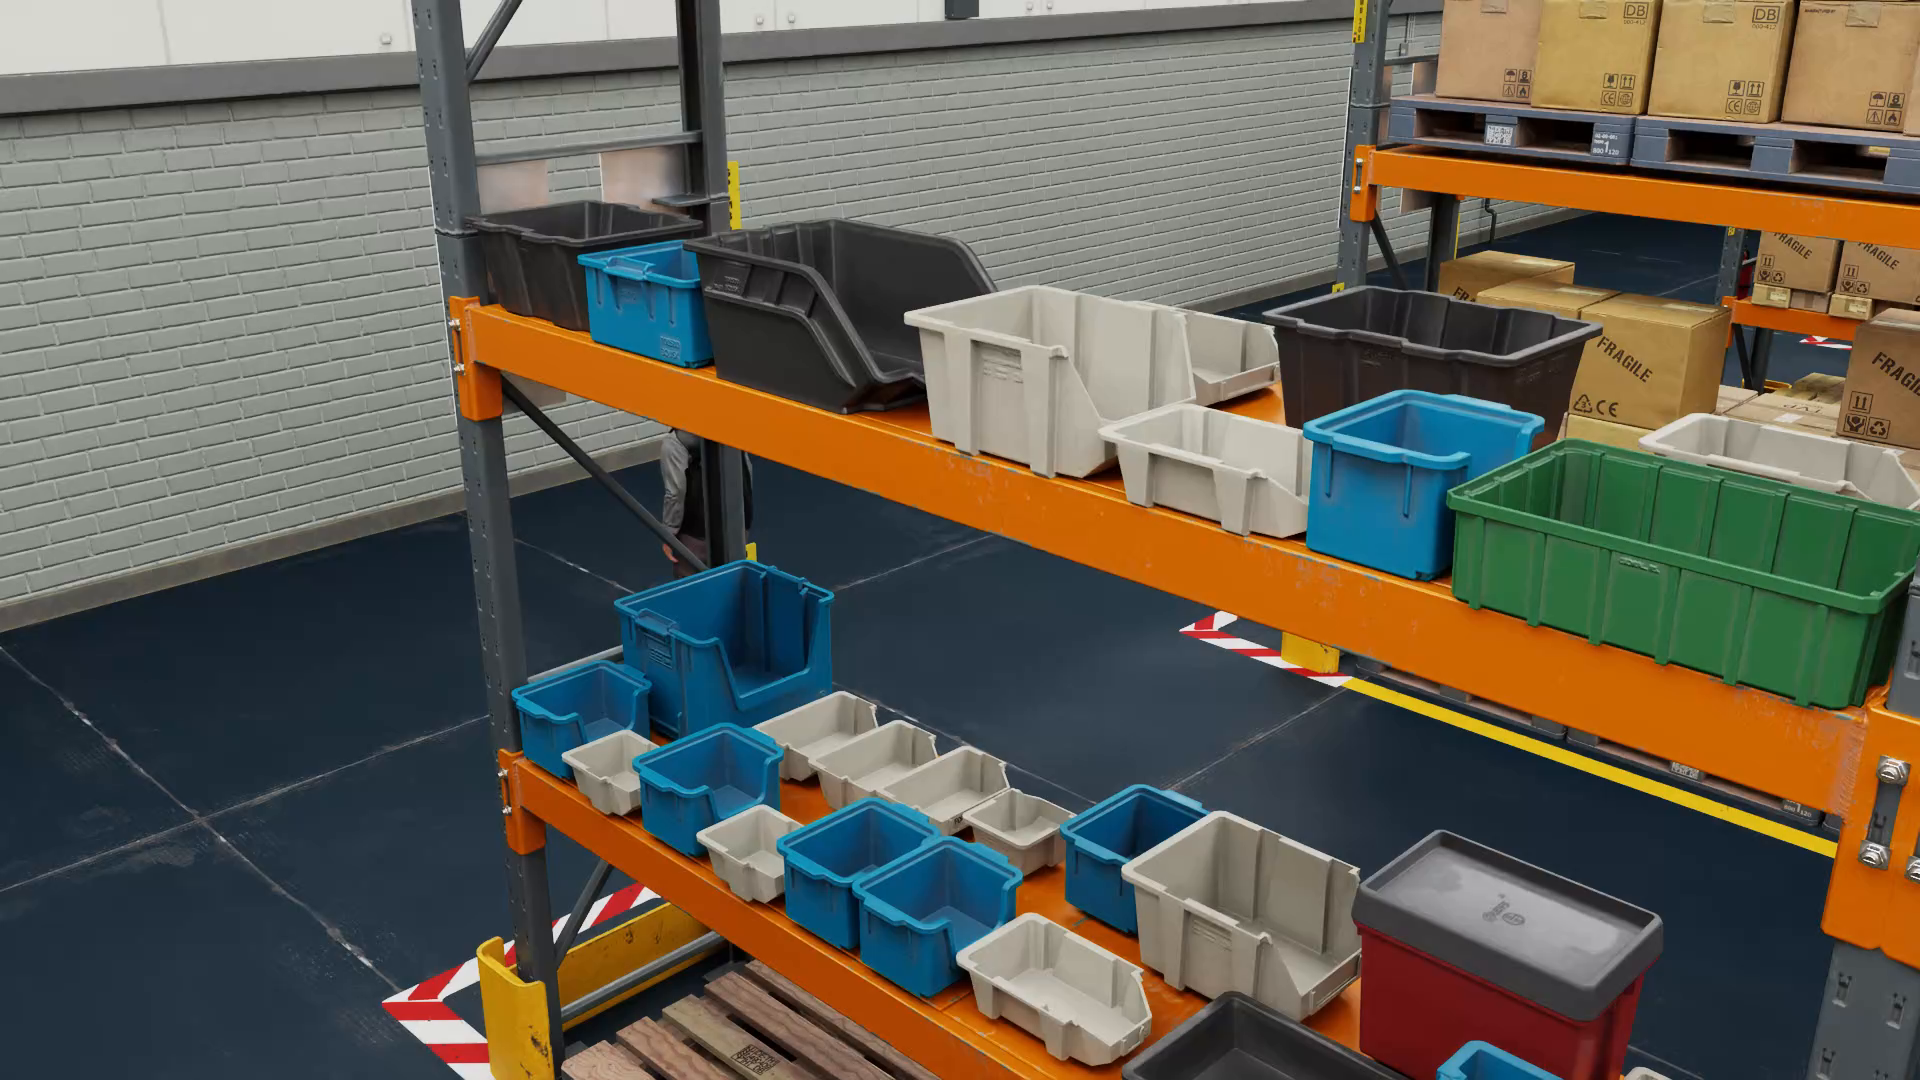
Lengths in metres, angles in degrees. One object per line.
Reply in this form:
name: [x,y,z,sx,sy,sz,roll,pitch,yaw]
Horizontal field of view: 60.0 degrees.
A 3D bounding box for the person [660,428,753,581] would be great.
person: [-1.324,-0.064,8.786,0.425,1.719,0.583,17,26,38]
